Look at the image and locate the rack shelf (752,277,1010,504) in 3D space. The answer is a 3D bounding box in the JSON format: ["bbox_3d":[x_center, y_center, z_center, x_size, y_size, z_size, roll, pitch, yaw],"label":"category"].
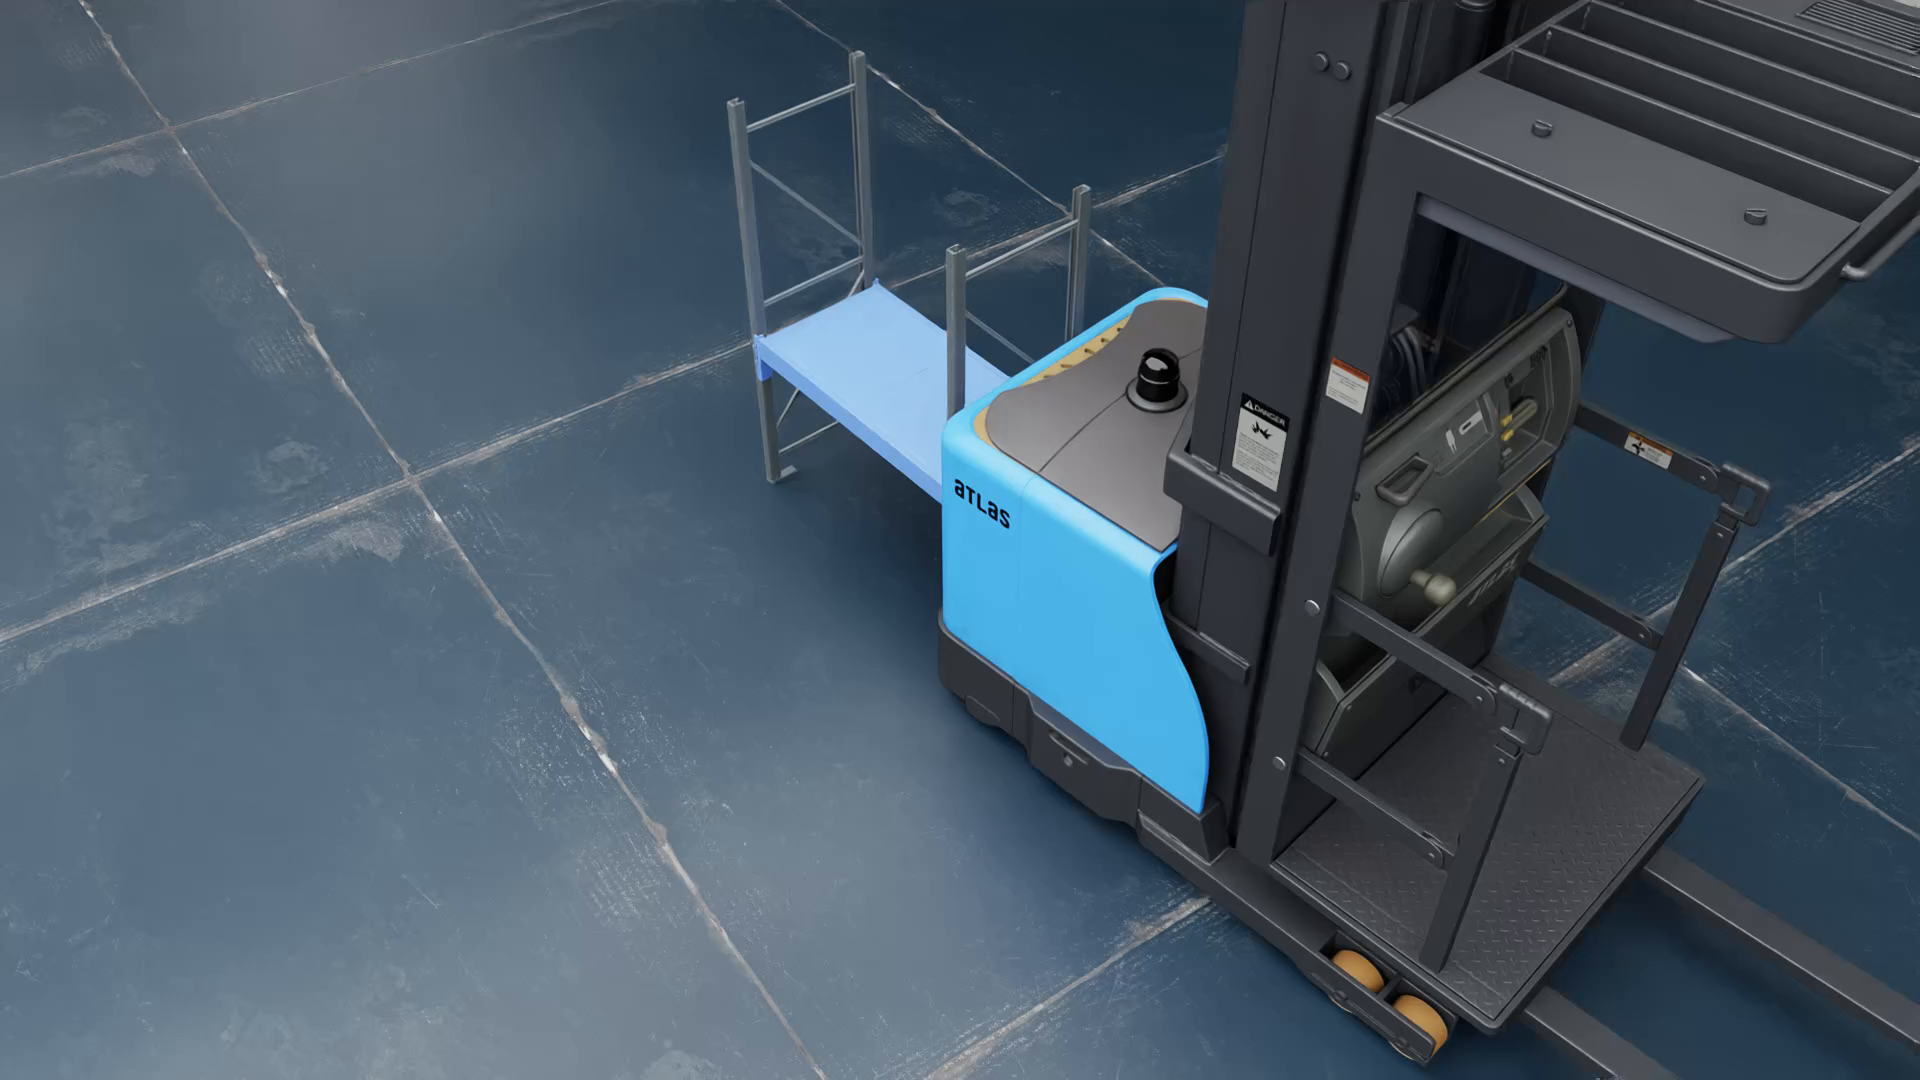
[{"bbox_3d":[-0.165,-0.464,5.410,0.538,0.185,1.000,-30,51,-28],"label":"rack shelf"}]

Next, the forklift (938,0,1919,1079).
[{"bbox_3d":[1.331,-0.119,3.752,3.031,2.935,1.130,35,53,31],"label":"forklift"}]

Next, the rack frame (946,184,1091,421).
[{"bbox_3d":[0.163,-0.326,5.005,0.500,1.500,0.032,-30,51,-28],"label":"rack frame"}]

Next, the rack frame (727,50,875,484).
[{"bbox_3d":[-0.494,-0.862,5.567,0.500,1.500,0.032,-30,51,-28],"label":"rack frame"}]

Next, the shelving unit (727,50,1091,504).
[{"bbox_3d":[-0.165,-0.594,5.286,0.538,1.500,1.048,-30,51,-28],"label":"shelving unit"}]
